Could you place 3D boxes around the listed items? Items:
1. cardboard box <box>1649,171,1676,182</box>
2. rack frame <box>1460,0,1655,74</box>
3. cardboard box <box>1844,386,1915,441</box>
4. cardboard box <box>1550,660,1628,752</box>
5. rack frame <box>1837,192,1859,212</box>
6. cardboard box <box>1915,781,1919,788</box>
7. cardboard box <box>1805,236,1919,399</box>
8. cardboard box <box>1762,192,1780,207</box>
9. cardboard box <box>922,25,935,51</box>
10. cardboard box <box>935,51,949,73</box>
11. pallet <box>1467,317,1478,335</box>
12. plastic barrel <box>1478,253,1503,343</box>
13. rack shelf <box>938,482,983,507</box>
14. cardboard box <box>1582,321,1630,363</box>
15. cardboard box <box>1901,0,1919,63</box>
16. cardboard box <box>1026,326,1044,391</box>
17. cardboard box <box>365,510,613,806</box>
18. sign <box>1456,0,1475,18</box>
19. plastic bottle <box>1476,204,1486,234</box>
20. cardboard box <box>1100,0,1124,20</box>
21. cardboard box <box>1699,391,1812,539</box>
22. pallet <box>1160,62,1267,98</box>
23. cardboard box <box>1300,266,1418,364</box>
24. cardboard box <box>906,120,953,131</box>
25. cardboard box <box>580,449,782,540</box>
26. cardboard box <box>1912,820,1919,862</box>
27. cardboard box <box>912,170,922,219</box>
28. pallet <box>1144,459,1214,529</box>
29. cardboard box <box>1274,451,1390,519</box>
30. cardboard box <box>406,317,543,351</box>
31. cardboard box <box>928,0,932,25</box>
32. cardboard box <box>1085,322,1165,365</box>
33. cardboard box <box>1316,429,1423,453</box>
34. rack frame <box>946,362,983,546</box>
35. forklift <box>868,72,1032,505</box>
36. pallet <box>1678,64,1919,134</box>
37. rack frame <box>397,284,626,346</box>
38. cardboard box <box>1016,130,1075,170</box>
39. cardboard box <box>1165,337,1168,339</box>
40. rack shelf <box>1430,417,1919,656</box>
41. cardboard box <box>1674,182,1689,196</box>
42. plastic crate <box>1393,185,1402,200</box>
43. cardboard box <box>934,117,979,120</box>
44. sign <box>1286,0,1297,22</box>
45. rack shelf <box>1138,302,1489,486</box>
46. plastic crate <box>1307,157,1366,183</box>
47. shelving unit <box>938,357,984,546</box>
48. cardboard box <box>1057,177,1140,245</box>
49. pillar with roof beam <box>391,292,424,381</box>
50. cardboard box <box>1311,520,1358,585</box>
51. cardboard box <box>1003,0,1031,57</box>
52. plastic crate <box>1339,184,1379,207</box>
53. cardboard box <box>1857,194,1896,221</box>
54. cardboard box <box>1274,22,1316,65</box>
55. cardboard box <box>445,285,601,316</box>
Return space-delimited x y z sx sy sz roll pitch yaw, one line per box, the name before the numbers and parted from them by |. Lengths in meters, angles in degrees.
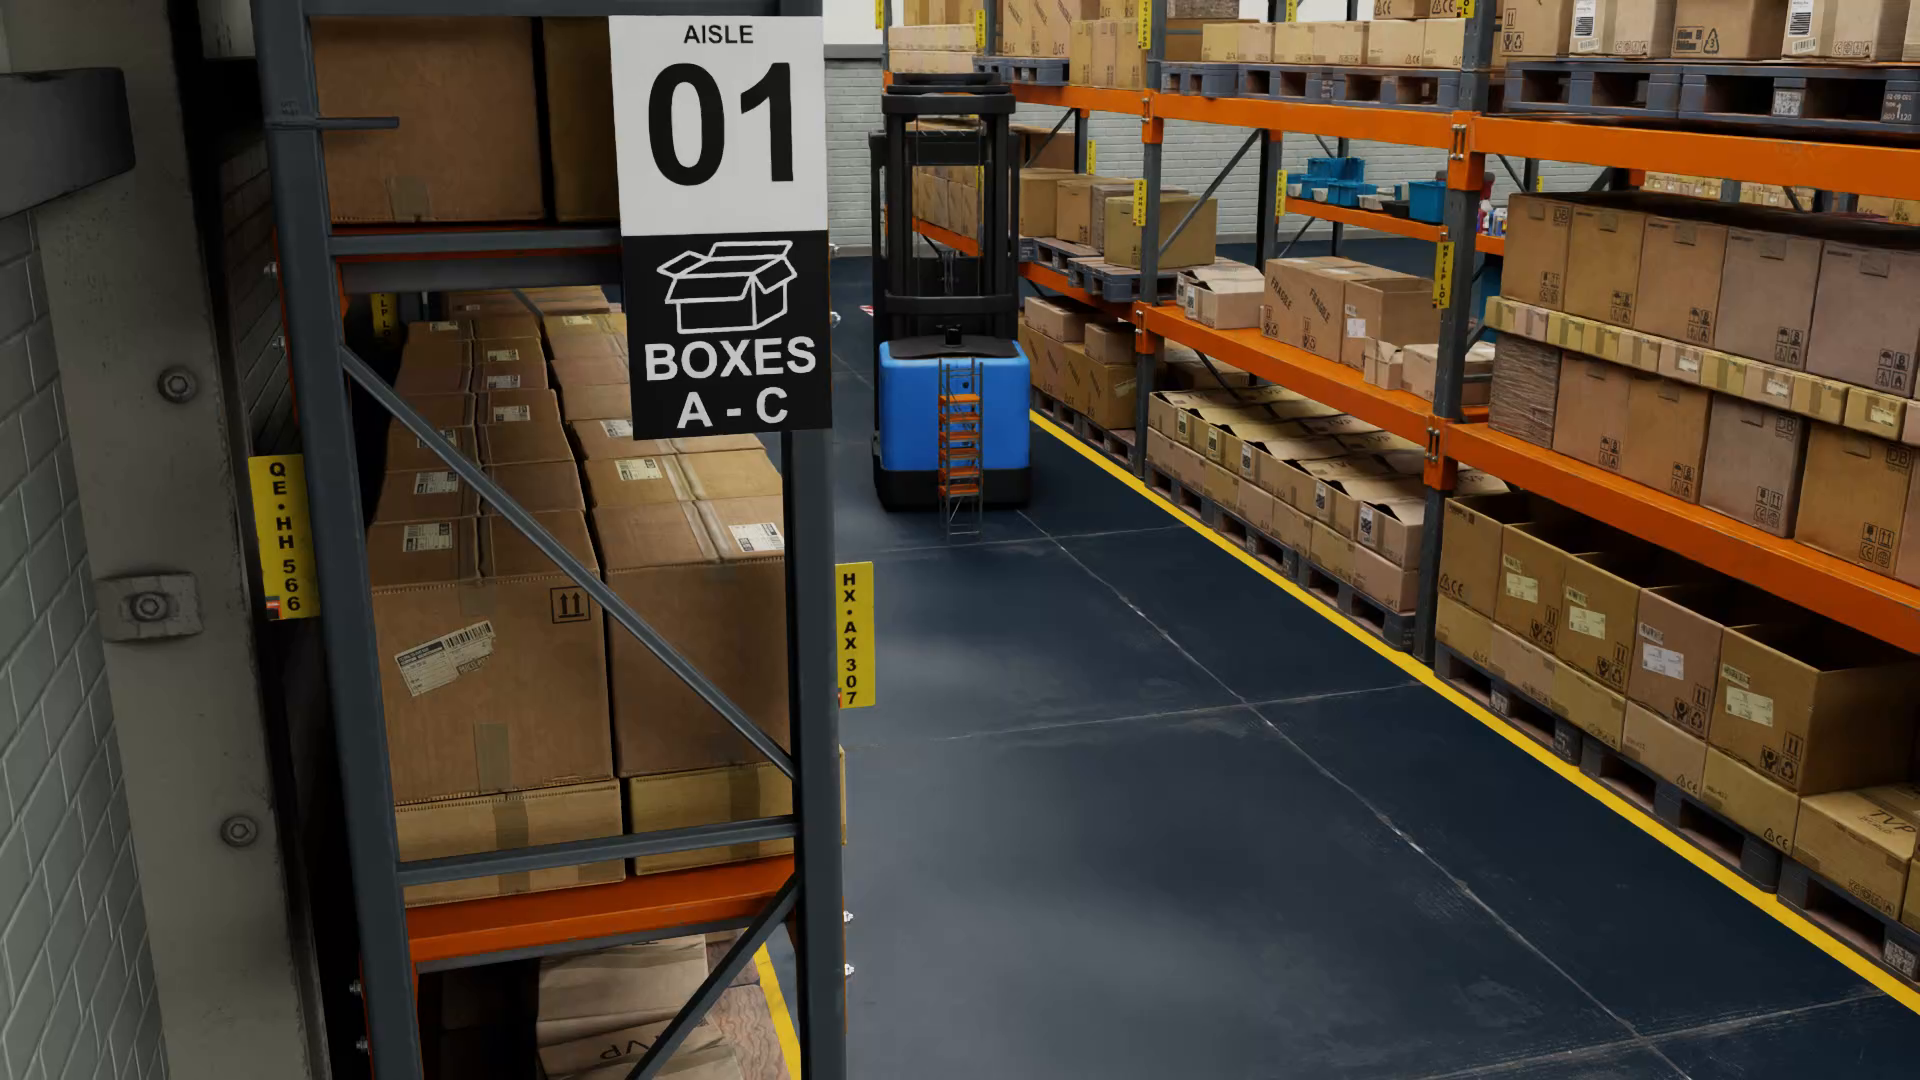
cardboard box | 9.158 -4.711 21.164 0.500 0.250 0.500 -5 17 -16
rack frame | 2.909 -3.709 7.658 1.000 3.000 0.127 -5 17 -15
cardboard box | 3.437 -0.464 5.981 0.380 0.149 0.250 -4 17 -14
cardboard box | 3.010 0.710 7.425 0.500 0.250 0.500 -5 17 -15
rack frame | 10.236 -3.831 18.491 1.000 3.000 0.127 -5 17 -15
cardboard box | 3.934 1.082 6.184 0.500 0.250 0.500 -5 17 -15
cardboard box | 3.589 -0.828 6.065 0.700 0.500 0.500 -5 17 -15
cardboard box | 9.625 -3.982 19.432 0.380 0.149 0.250 -4 17 -14
cardboard box | -0.090 -5.181 17.165 0.500 0.250 0.500 -5 17 -15
cardboard box | 0.048 -4.804 16.777 0.500 0.250 0.500 -5 17 -15
pallet | 5.235 -2.304 18.256 1.003 0.211 1.213 -5 17 -15
plastic barrel | 5.607 -2.484 16.924 0.600 0.901 0.708 -5 17 -15
rack shelf | 0.004 -0.298 10.848 0.258 0.103 0.180 -5 17 -15
cardboard box | 3.012 -0.892 7.405 0.380 0.149 0.250 -5 17 -16
cardboard box | 3.438 -1.660 5.338 0.500 0.250 0.500 -5 17 -15
cardboard box | 0.896 -1.624 14.724 0.500 0.500 0.500 -4 17 -15
cardboard box | -1.088 0.253 3.819 0.500 0.500 0.500 -5 17 -16
sign | 2.390 -2.625 7.818 0.100 0.325 0.005 -5 17 -15
plastic bottle | 5.201 -3.211 16.632 0.061 0.283 0.133 -5 17 -15
cardboard box | 1.415 -4.309 12.957 0.500 0.500 0.500 -5 17 -15
cardboard box | 3.464 -0.335 6.681 0.700 0.500 0.500 -4 17 -14
pallet | 2.082 -3.108 11.198 1.213 0.211 1.003 -4 17 -13
cardboard box | 2.431 -1.382 10.164 0.500 0.500 0.500 -5 17 -15
cardboard box | -0.370 -4.394 18.455 0.500 0.500 0.500 -5 17 -15
cardboard box | -0.722 0.073 4.417 0.500 0.500 0.500 -5 17 -15
cardboard box | 3.575 0.902 5.480 0.500 0.500 0.500 -5 17 -15
cardboard box | -0.238 -3.778 18.142 0.500 0.500 0.500 -5 17 -15
pallet | 1.998 -0.376 11.837 1.003 0.211 1.213 -5 17 -15
cardboard box | 2.238 -0.360 10.010 0.500 0.311 0.500 -5 17 -15
cardboard box | -1.925 -0.594 6.636 0.500 0.500 0.500 -5 17 -17
cardboard box | 0.064 -5.703 17.597 0.700 0.500 0.500 -5 17 -15
cardboard box | 1.307 -1.570 13.243 0.500 0.250 0.500 -4 17 -13
cardboard box | 2.611 -0.548 10.637 0.500 0.311 0.500 -4 17 -14
rack frame | 0.029 -0.545 10.682 0.240 1.200 0.006 -5 17 -15
forklift | -0.126 -2.023 12.591 1.130 2.935 3.031 -1 17 -4
pallet | 3.500 -1.659 6.202 1.003 0.211 1.213 -5 17 -15
rack frame | -1.853 -0.443 7.213 1.000 3.000 0.127 -5 17 -15
cardboard box | 0.851 -3.728 16.237 0.500 0.500 0.500 -4 17 -14
cardboard box | 1.529 -1.532 14.418 0.500 0.500 0.500 -5 18 -17
rack shelf | 3.459 0.062 6.782 1.077 0.370 4.000 -5 17 -15
cardboard box | 9.201 -4.409 20.851 0.380 0.149 0.250 -5 17 -16
plastic crate | 5.186 -3.946 19.063 0.416 0.233 0.300 -5 17 -15
cardboard box | -0.002 -4.581 19.075 0.500 0.500 0.500 -5 17 -16
sign | 2.345 -3.706 11.825 0.100 0.325 0.005 -5 17 -15
rack shelf | 2.359 -1.045 10.466 1.077 0.370 4.000 -5 17 -15
plastic crate | 4.646 -4.514 20.598 0.616 0.435 0.499 -5 17 -15
shelving unit | 0.004 -0.571 10.766 0.258 1.200 0.189 -5 17 -15
cardboard box | 1.255 -2.814 14.202 0.700 0.500 0.500 -10 19 -29
pillar with roof beam | -0.936 -5.995 15.267 9.100 9.000 0.400 -5 17 -15
cardboard box | 2.379 0.048 9.628 0.500 0.250 0.500 -5 17 -16
cardboard box | 0.778 -4.637 14.883 0.600 0.600 0.600 -6 18 -20
plastic crate | 4.570 -3.953 19.084 0.416 0.233 0.300 -5 17 -15
cardboard box | 10.122 -3.732 17.988 0.500 0.500 0.500 -5 17 -15
cardboard box | 2.296 -3.084 10.323 0.500 0.250 0.500 -5 17 -16
cardboard box | -2.107 -1.000 8.130 0.700 0.500 0.500 -3 17 -10
